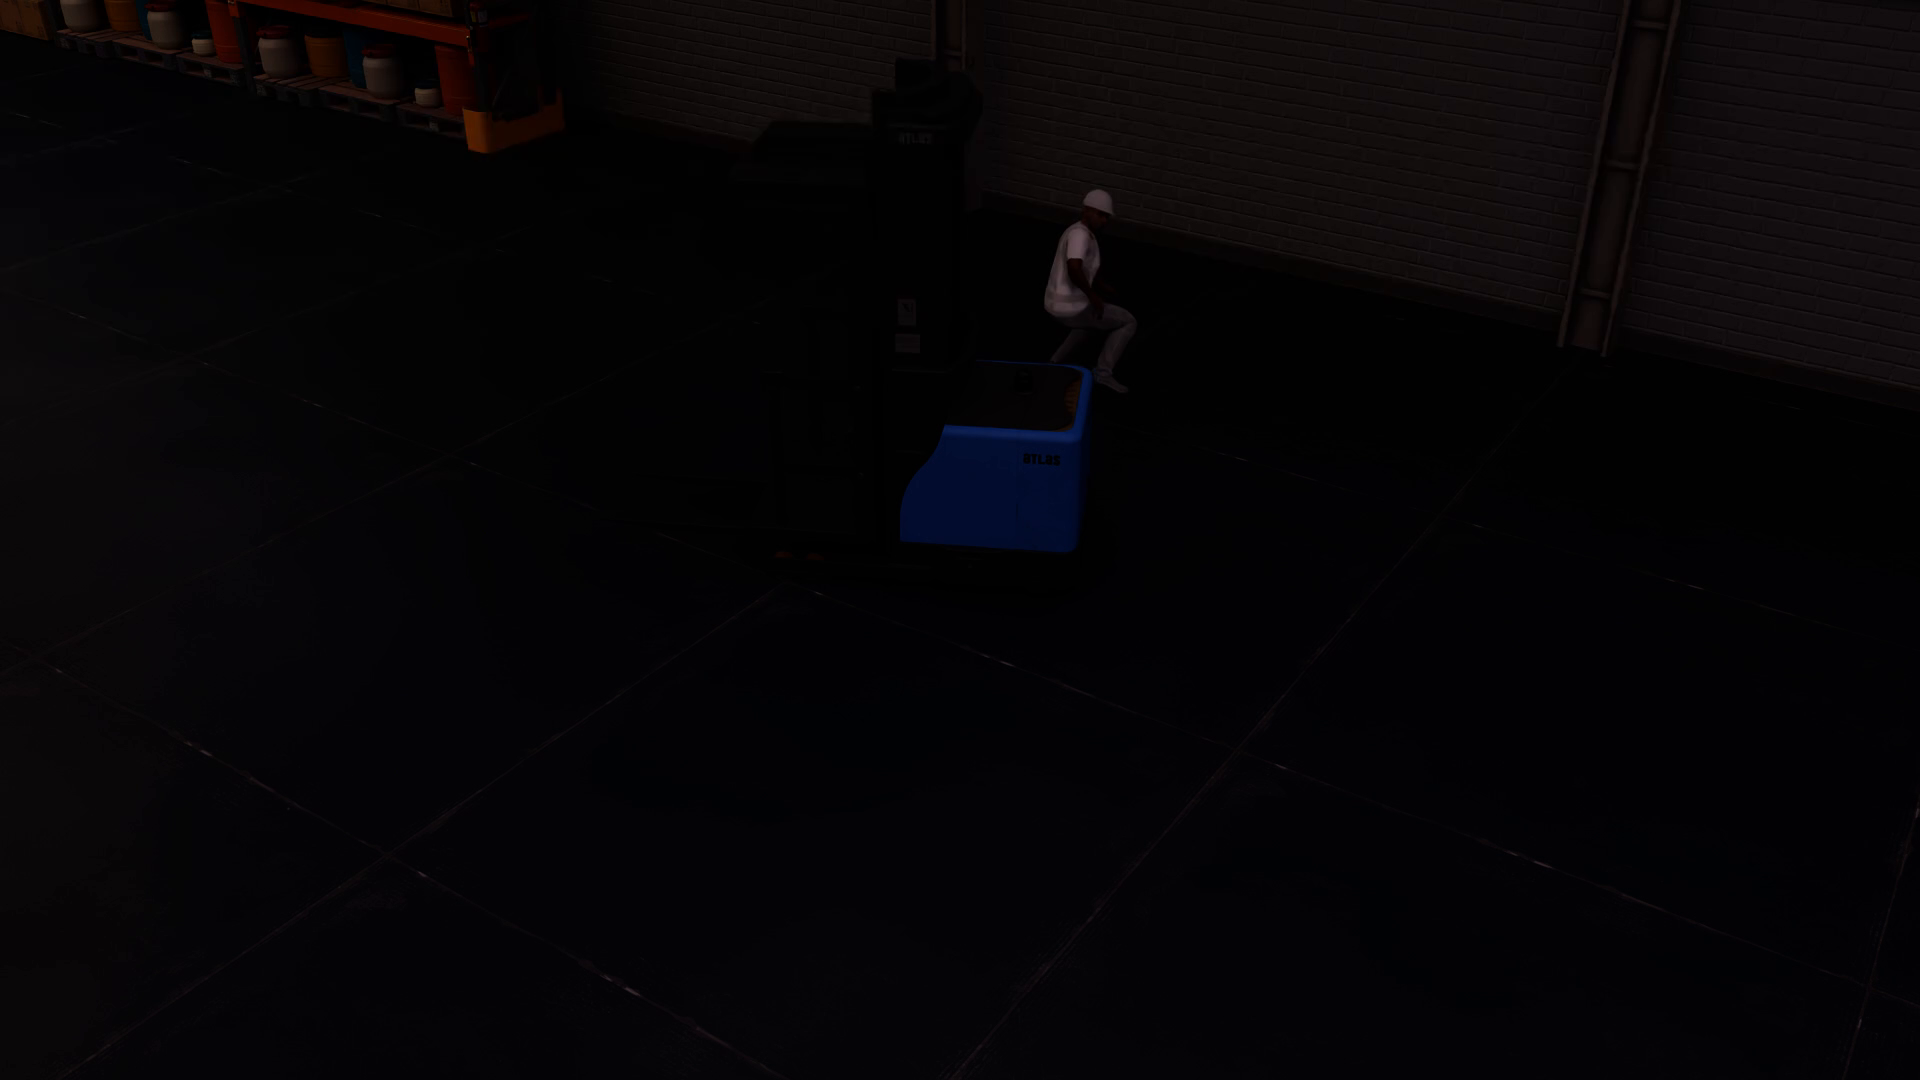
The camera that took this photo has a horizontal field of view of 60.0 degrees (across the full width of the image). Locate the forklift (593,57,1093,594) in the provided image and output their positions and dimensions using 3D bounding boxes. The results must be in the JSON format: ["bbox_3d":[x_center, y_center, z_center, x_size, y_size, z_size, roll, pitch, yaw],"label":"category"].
[{"bbox_3d":[-0.732,-1.276,9.779,3.031,2.935,1.130,4,30,7],"label":"forklift"}]

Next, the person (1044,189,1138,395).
[{"bbox_3d":[0.949,-1.779,12.121,0.682,1.527,0.836,-7,31,-11],"label":"person"}]
